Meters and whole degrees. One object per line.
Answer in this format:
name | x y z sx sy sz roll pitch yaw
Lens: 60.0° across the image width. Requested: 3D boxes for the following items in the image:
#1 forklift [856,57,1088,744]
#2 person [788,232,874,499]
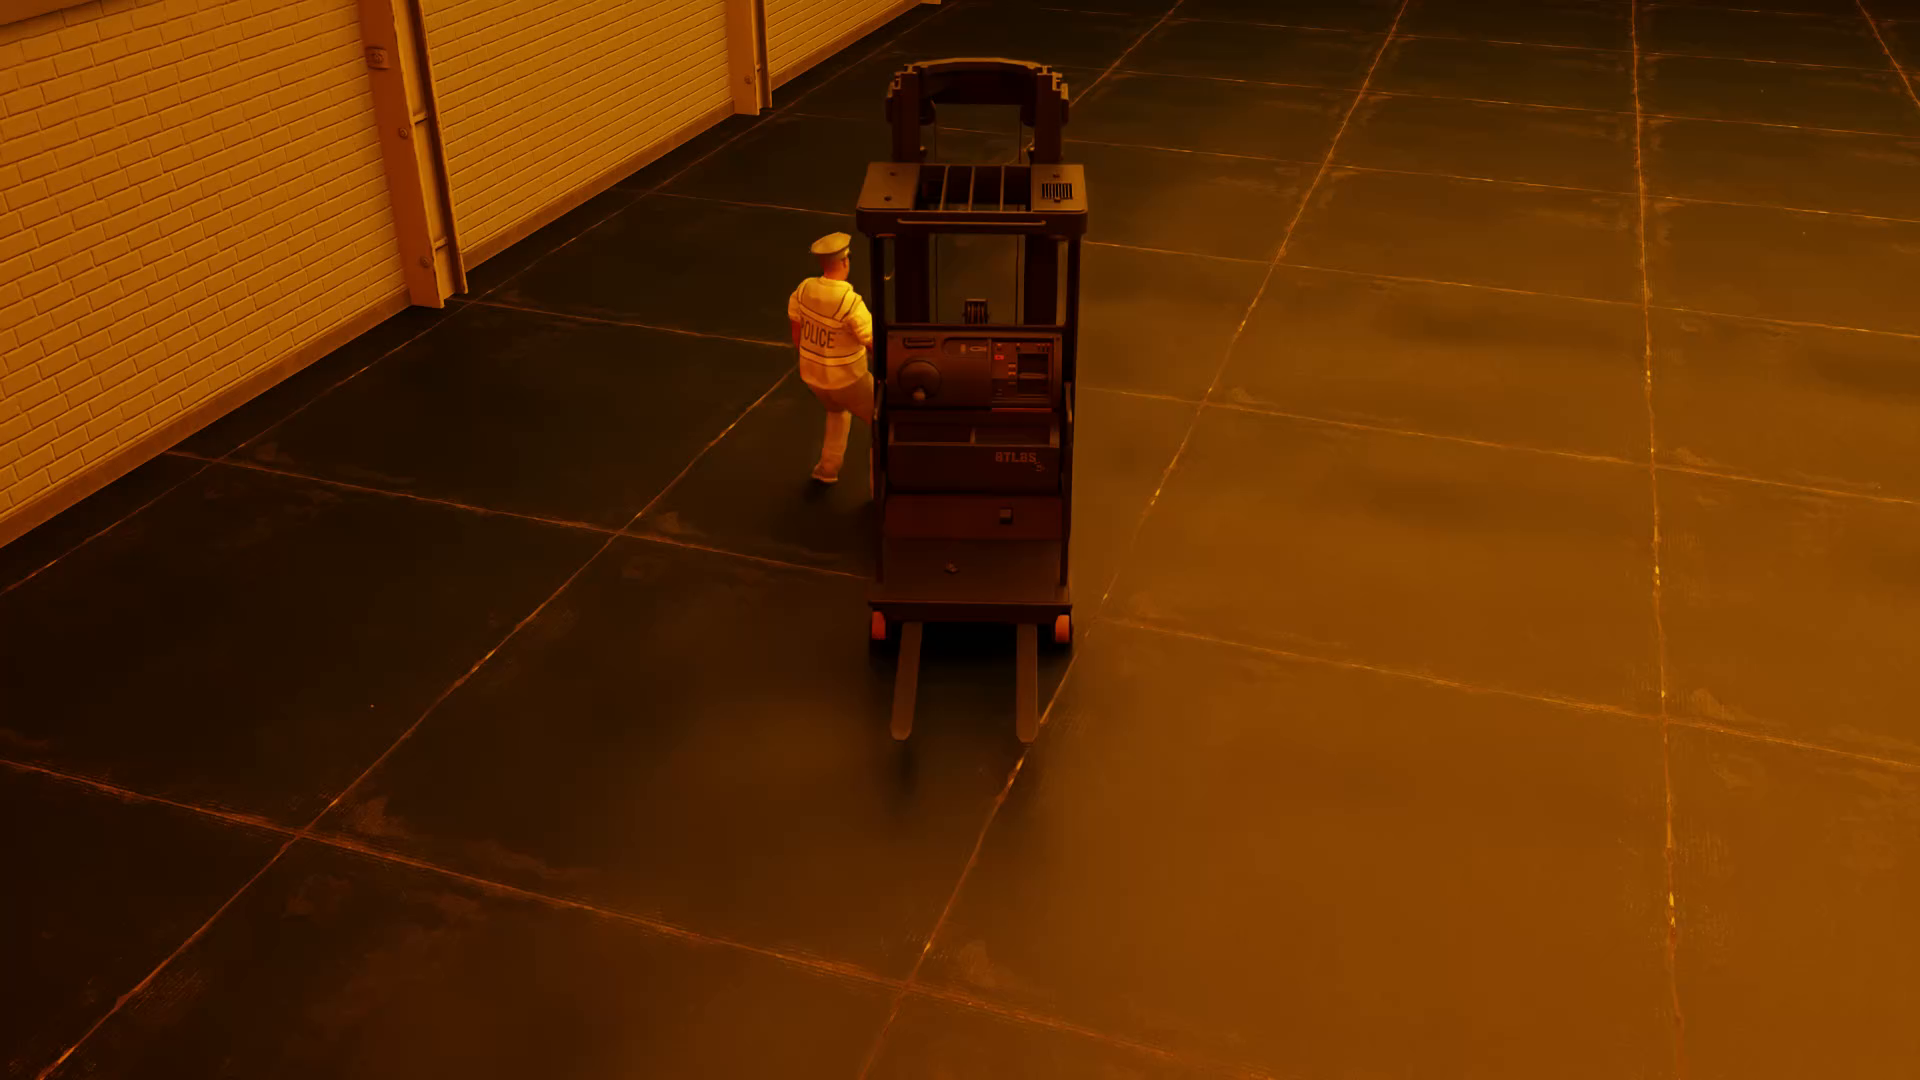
forklift | 0.070 -0.866 8.655 1.130 2.935 3.031 1 30 2
person | -0.669 -1.064 10.266 0.765 1.696 0.556 25 38 36
